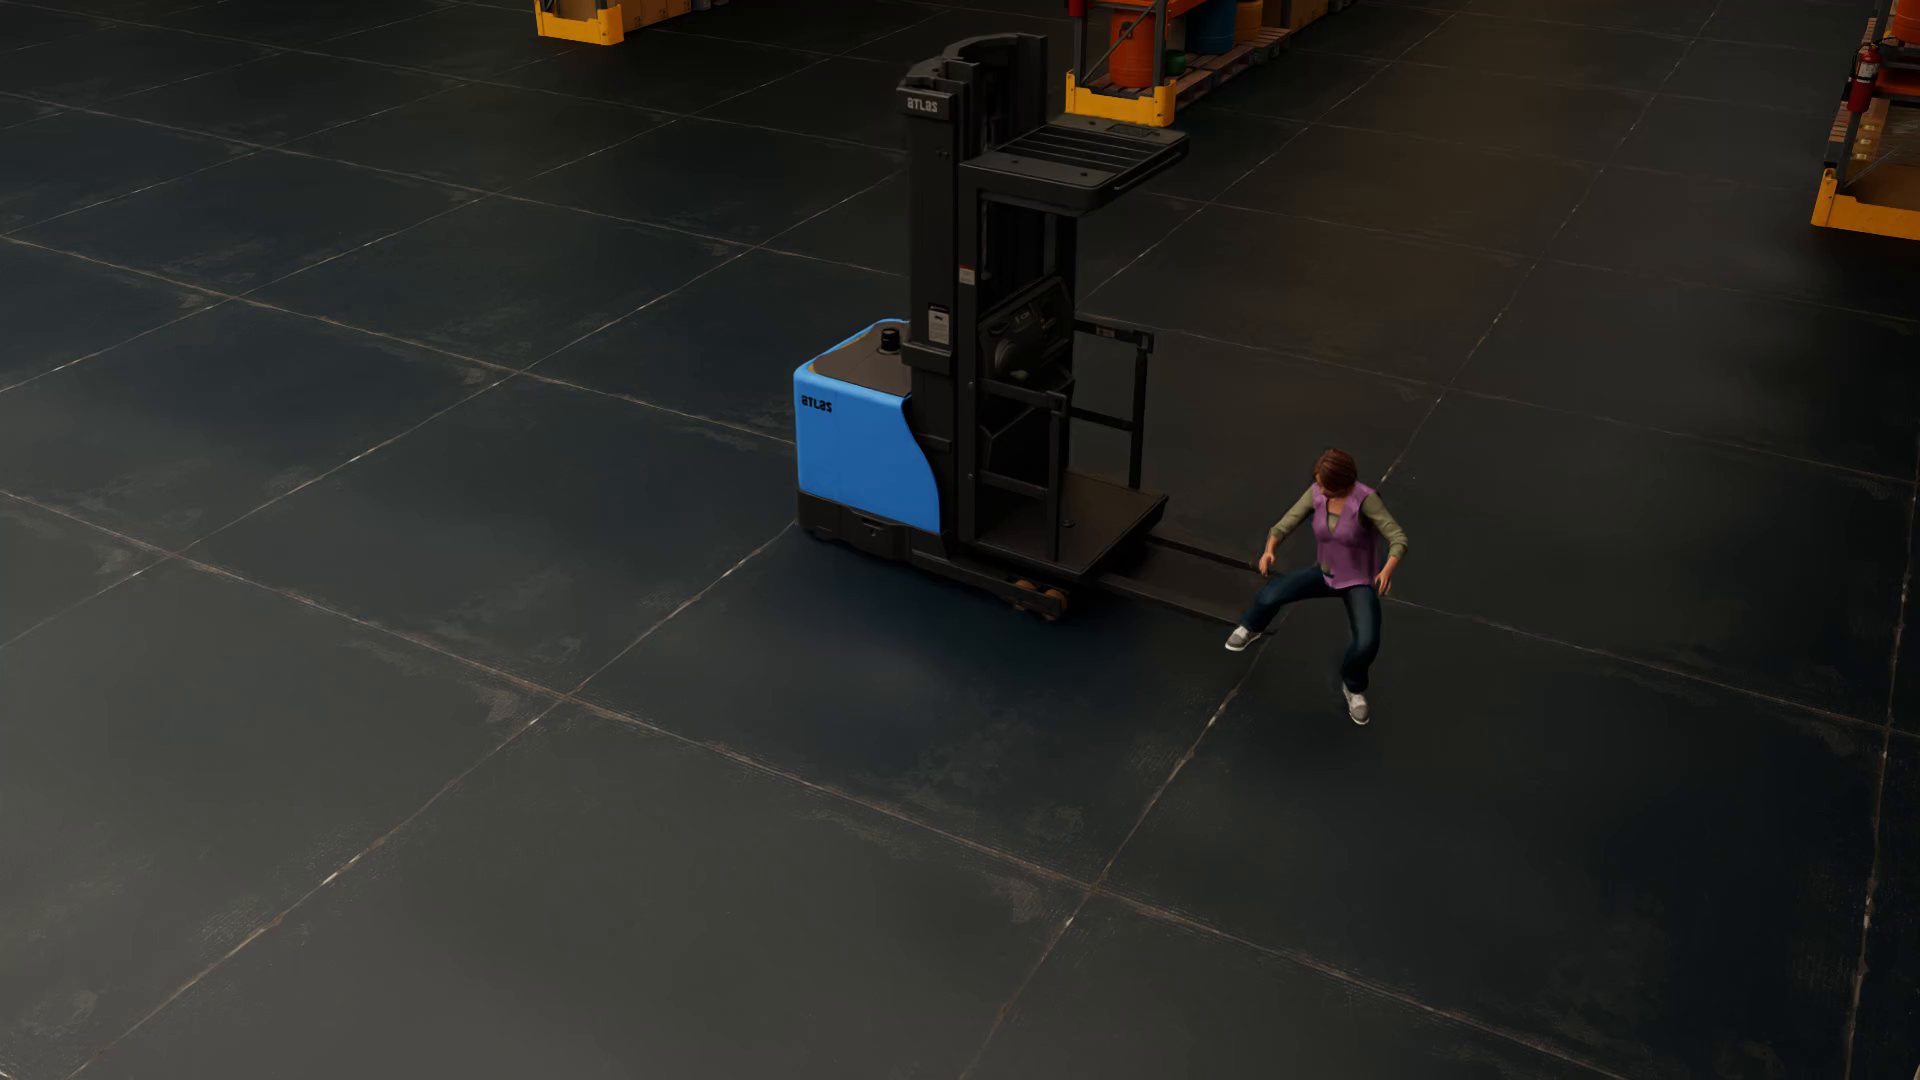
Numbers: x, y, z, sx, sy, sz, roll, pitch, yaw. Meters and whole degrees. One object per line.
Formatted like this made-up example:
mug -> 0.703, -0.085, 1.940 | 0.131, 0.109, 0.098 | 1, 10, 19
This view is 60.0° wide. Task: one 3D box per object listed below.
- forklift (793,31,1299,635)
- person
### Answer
forklift -> 0.540, -1.128, 9.026 | 3.031, 2.935, 1.130 | 17, 34, 27
person -> 1.779, 0.227, 8.204 | 0.850, 1.348, 0.685 | 22, 37, 34
